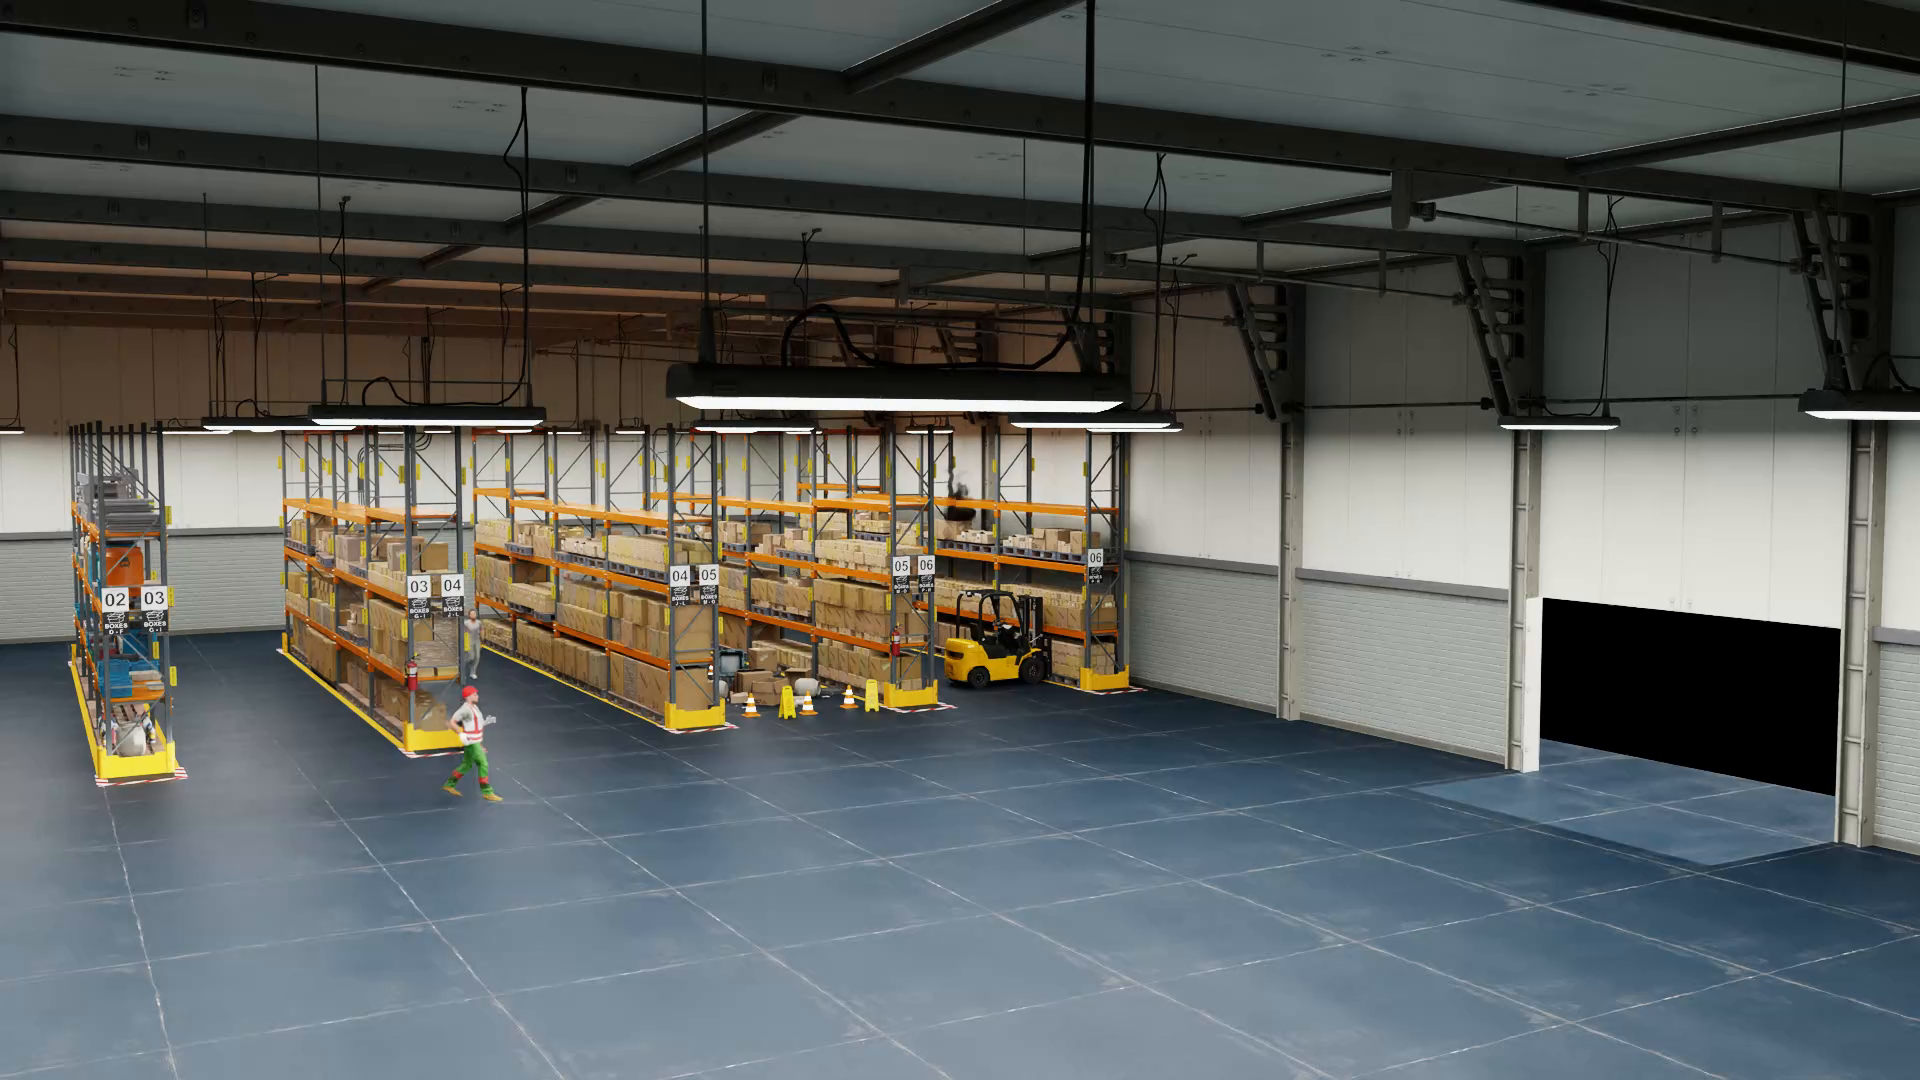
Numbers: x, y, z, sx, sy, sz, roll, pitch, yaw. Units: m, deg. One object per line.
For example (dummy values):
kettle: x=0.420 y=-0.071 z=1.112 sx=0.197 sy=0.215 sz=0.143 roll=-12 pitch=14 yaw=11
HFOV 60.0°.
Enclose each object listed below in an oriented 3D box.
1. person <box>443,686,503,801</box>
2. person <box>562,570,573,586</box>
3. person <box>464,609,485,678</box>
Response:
person: x=-7.655 y=3.189 z=26.073 sx=0.940 sy=1.805 sz=0.656 roll=0 pitch=4 yaw=-7
person: x=-11.550 y=1.788 z=49.406 sx=1.044 sy=1.780 sz=0.663 roll=-2 pitch=4 yaw=-27
person: x=-11.604 y=2.466 z=39.650 sx=0.560 sy=1.639 sz=0.605 roll=-3 pitch=4 yaw=-36
